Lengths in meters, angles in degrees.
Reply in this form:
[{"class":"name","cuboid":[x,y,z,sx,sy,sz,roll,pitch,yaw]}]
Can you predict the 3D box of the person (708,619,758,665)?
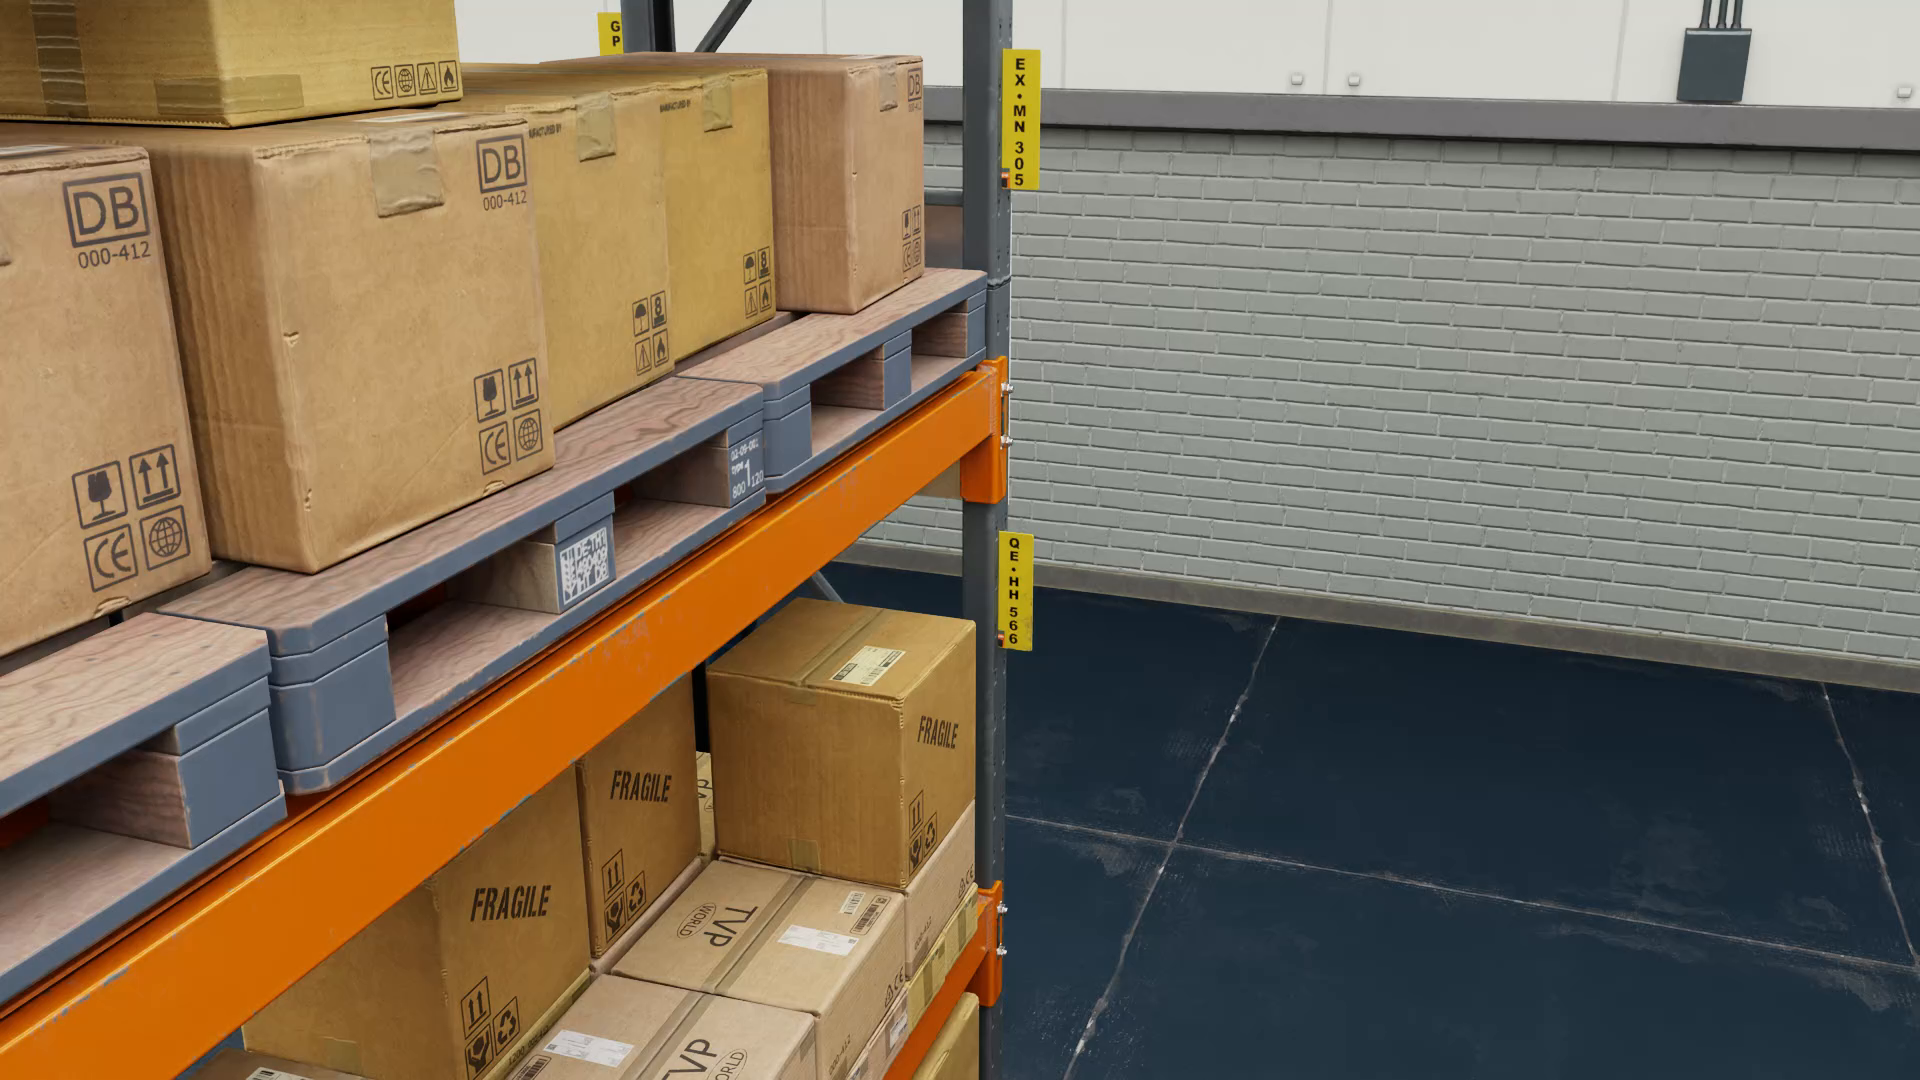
[{"class":"person","cuboid":[-1.130,0.297,8.216,0.350,1.592,0.467,6,20,18]}]
